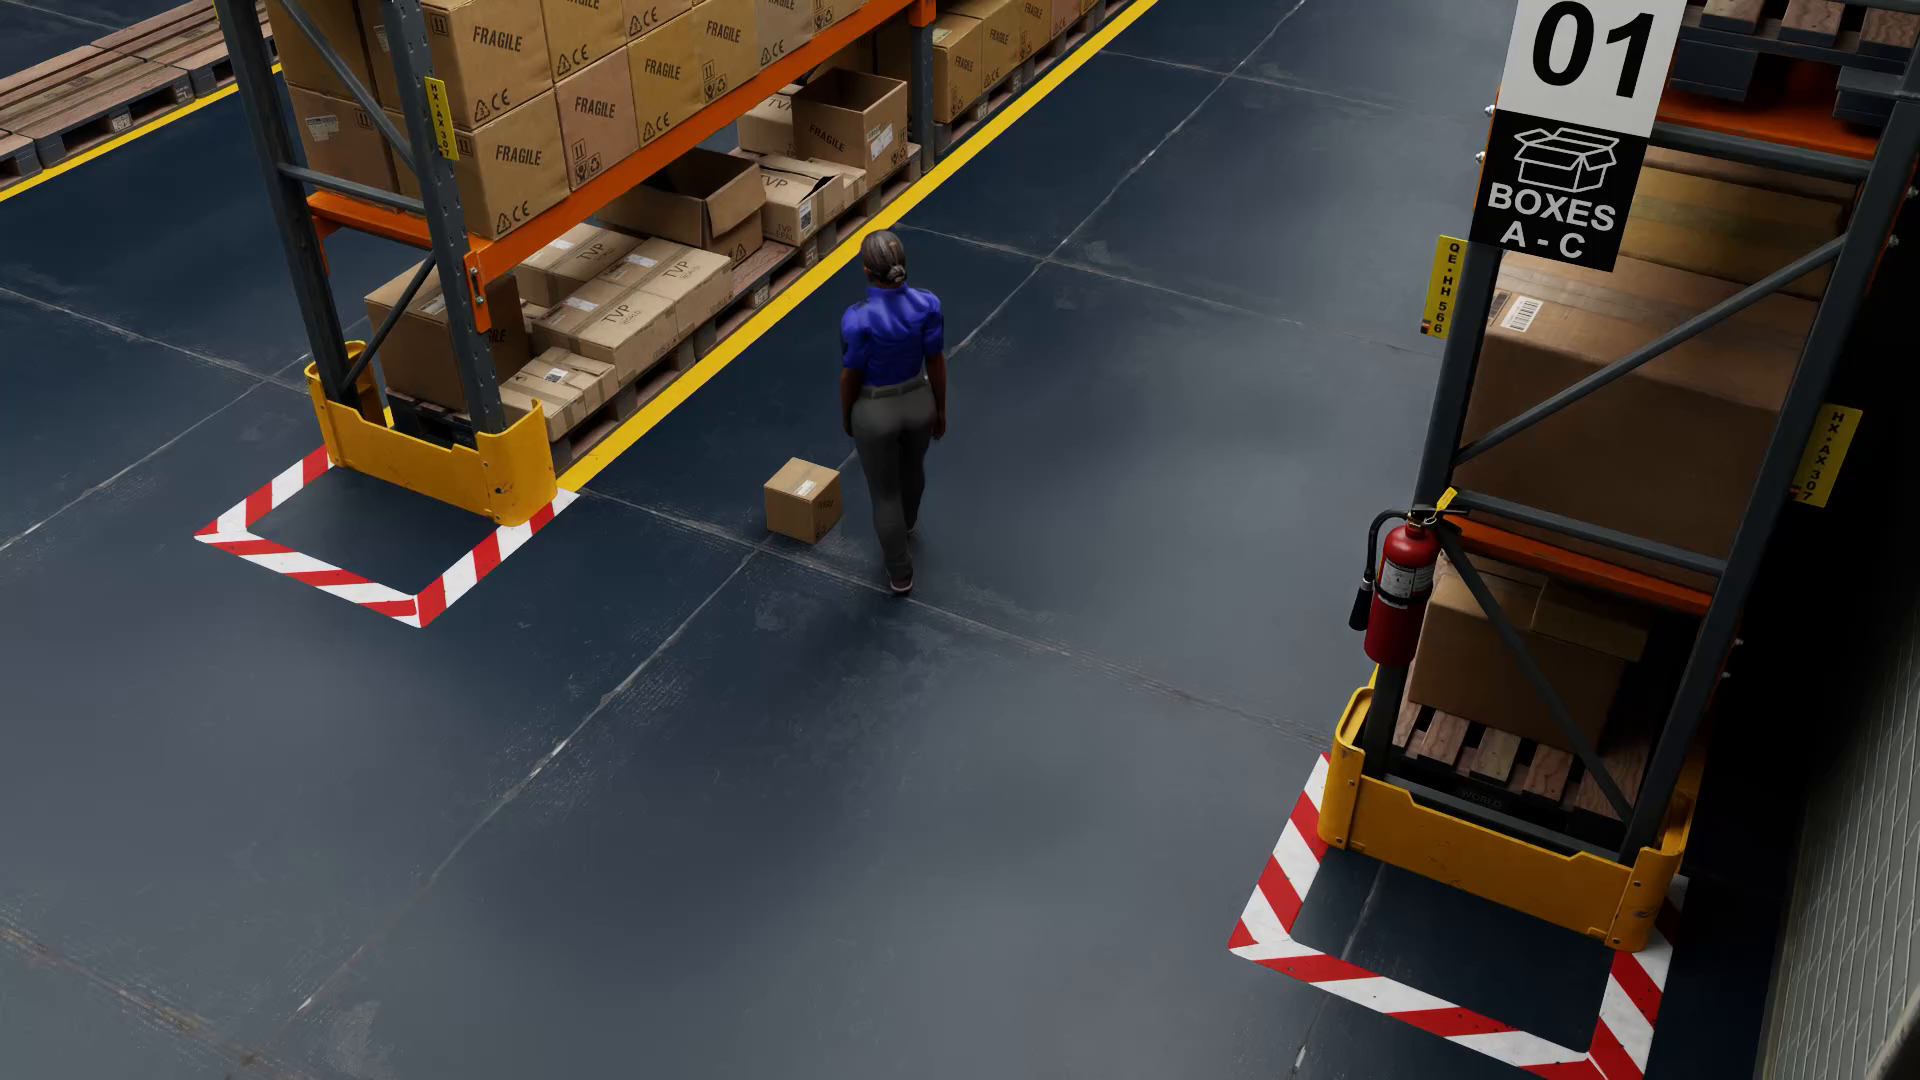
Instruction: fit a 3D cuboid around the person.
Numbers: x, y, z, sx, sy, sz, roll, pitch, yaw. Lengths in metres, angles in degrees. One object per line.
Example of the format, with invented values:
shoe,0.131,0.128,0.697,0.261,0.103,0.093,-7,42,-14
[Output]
person,-0.342,-0.598,6.903,0.437,1.649,0.630,-18,42,-21
